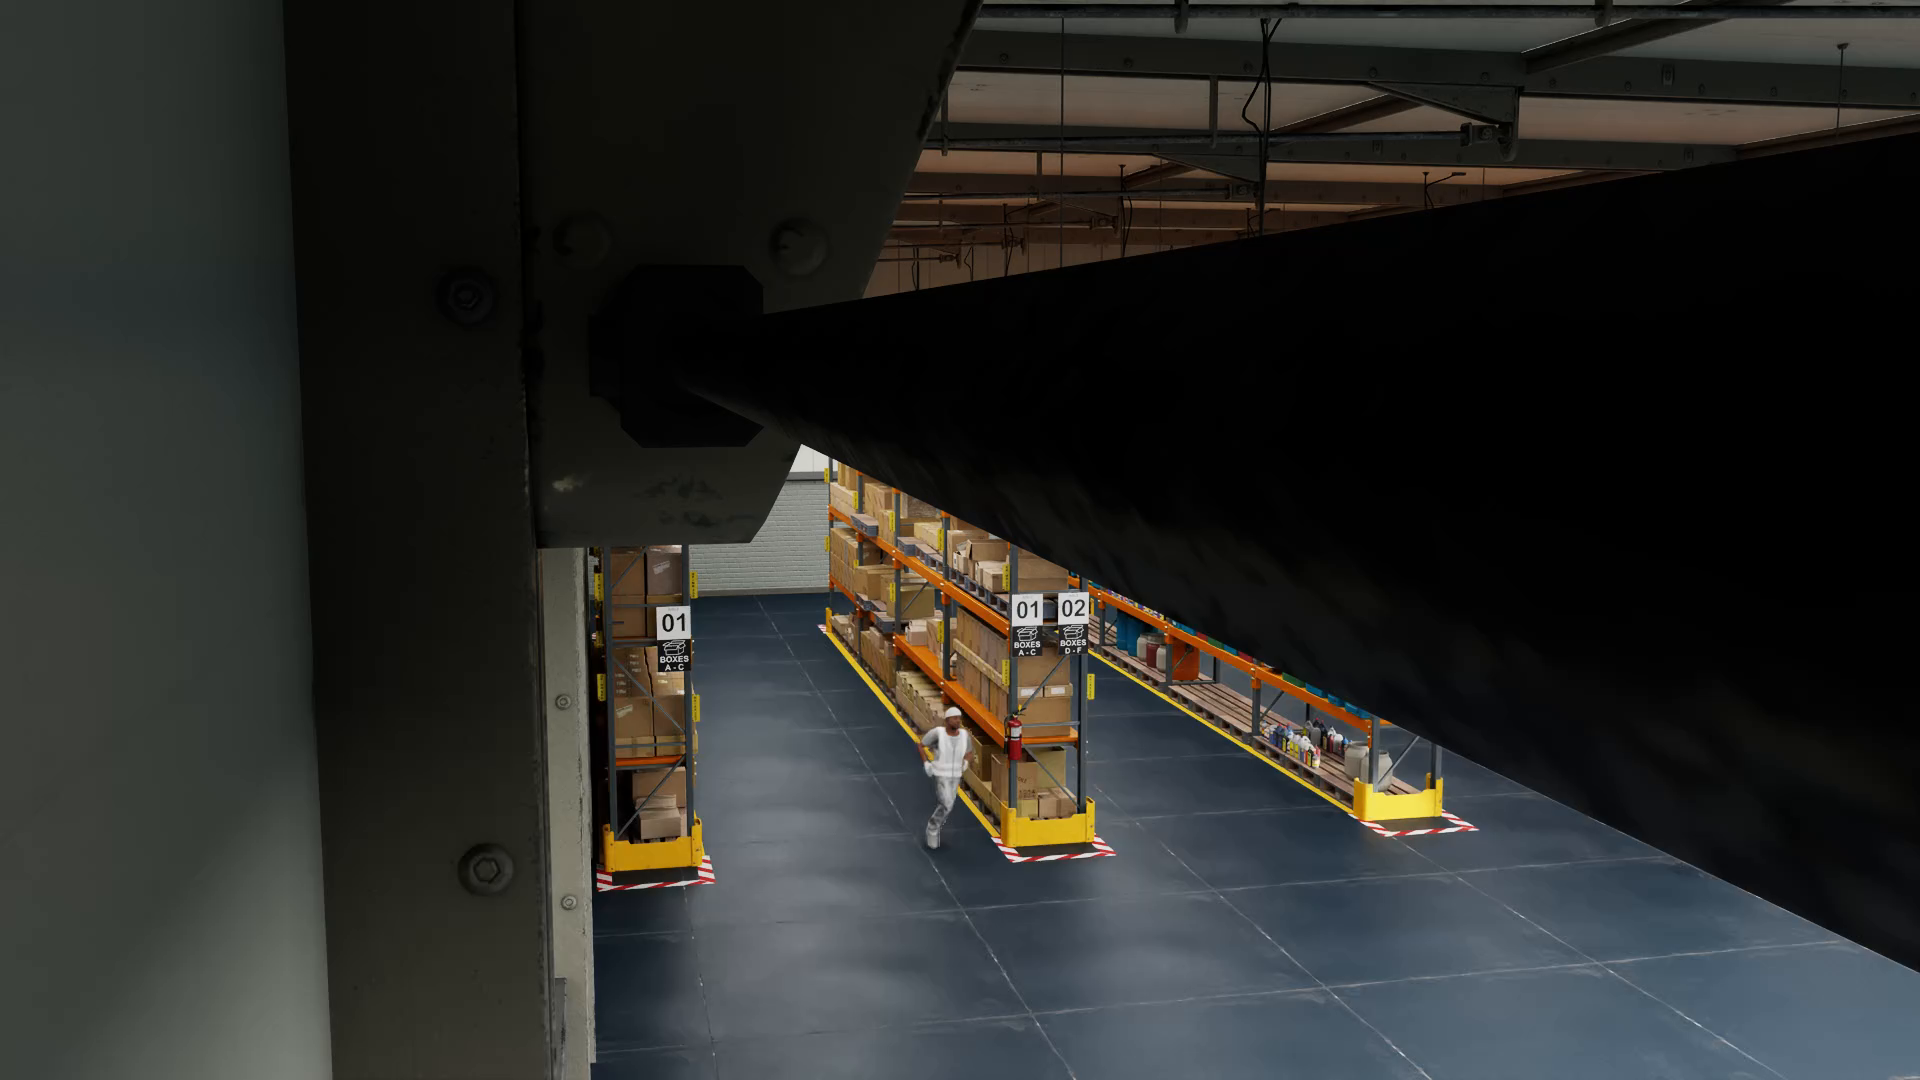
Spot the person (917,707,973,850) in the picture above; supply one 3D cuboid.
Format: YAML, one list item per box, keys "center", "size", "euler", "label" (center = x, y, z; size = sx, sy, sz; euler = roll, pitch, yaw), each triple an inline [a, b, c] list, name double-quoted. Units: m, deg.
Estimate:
- center: [-0.131, 2.982, 20.939]
  size: [0.678, 1.762, 0.619]
  euler: [-4, 8, -33]
  label: "person"
